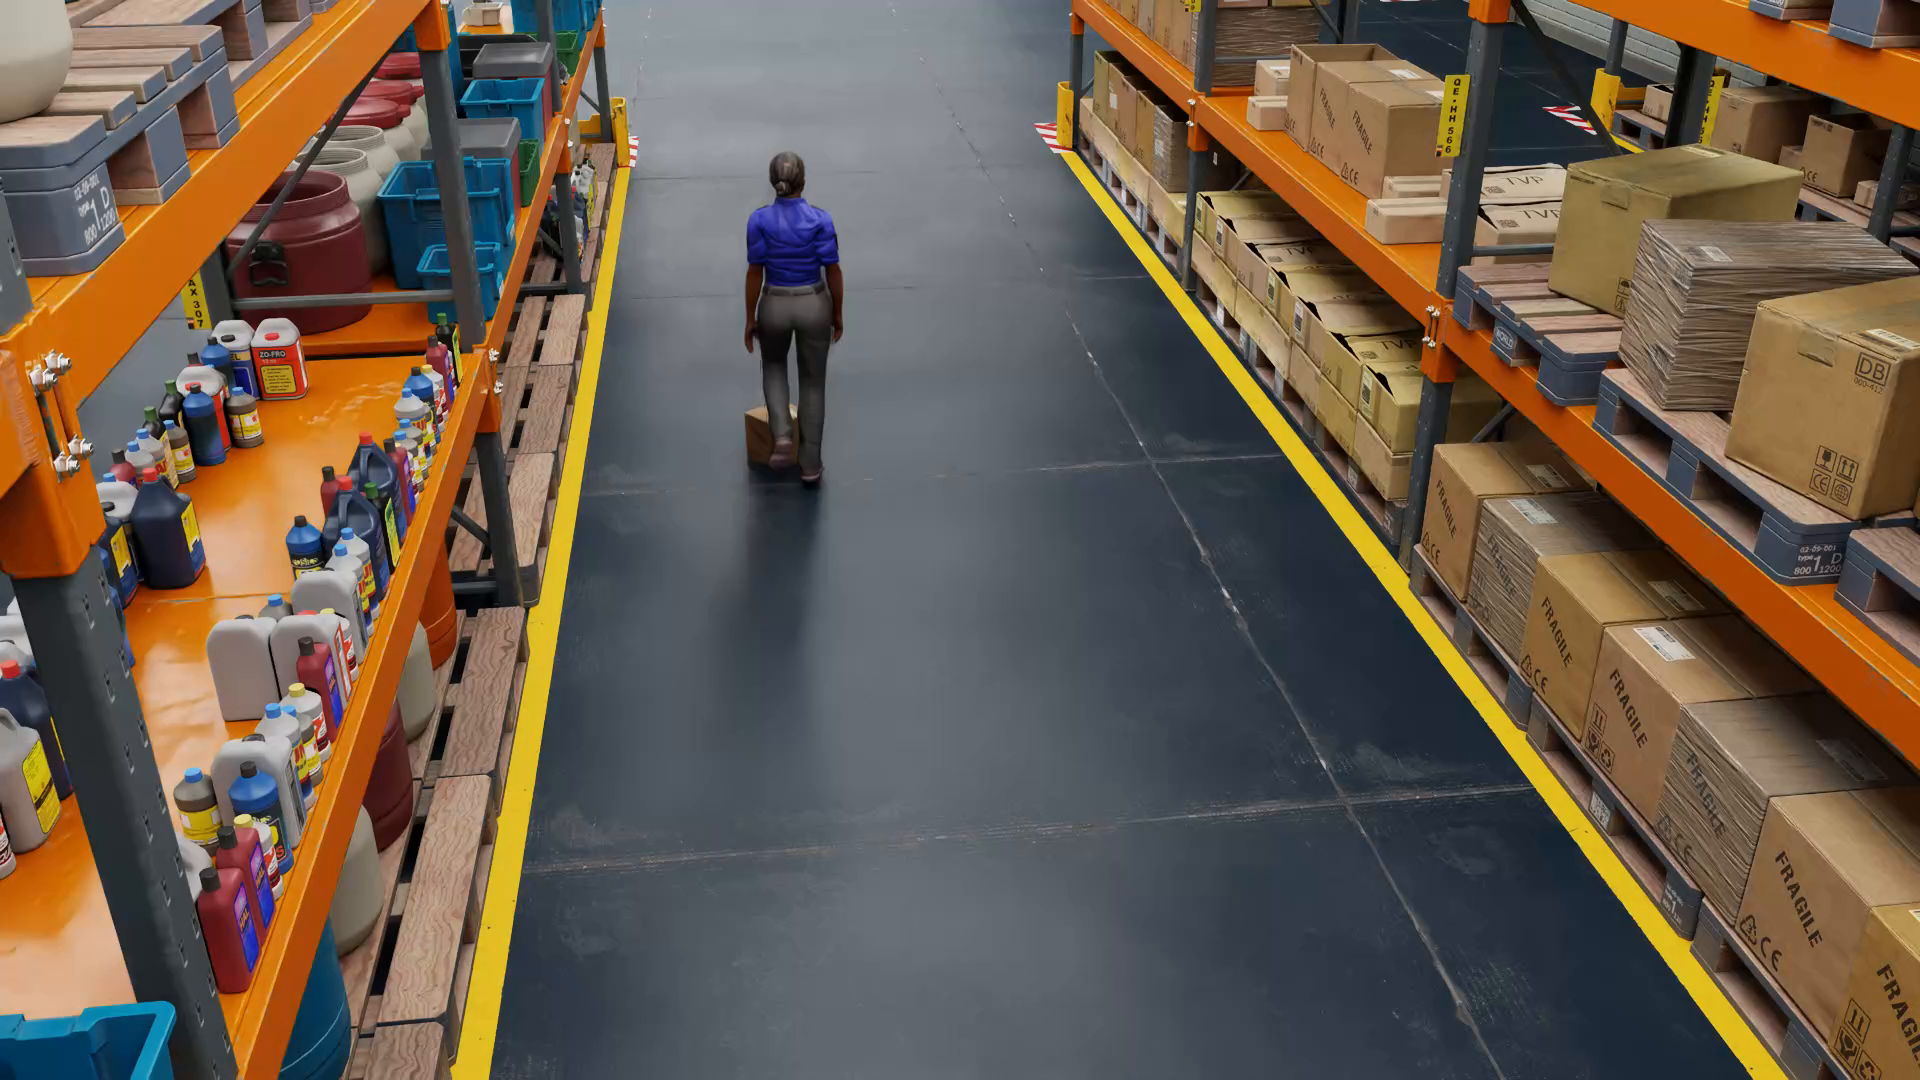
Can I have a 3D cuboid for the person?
[{"bbox_3d":[-0.813,-1.099,8.230,0.486,1.685,0.469,1,27,2],"label":"person"}]
